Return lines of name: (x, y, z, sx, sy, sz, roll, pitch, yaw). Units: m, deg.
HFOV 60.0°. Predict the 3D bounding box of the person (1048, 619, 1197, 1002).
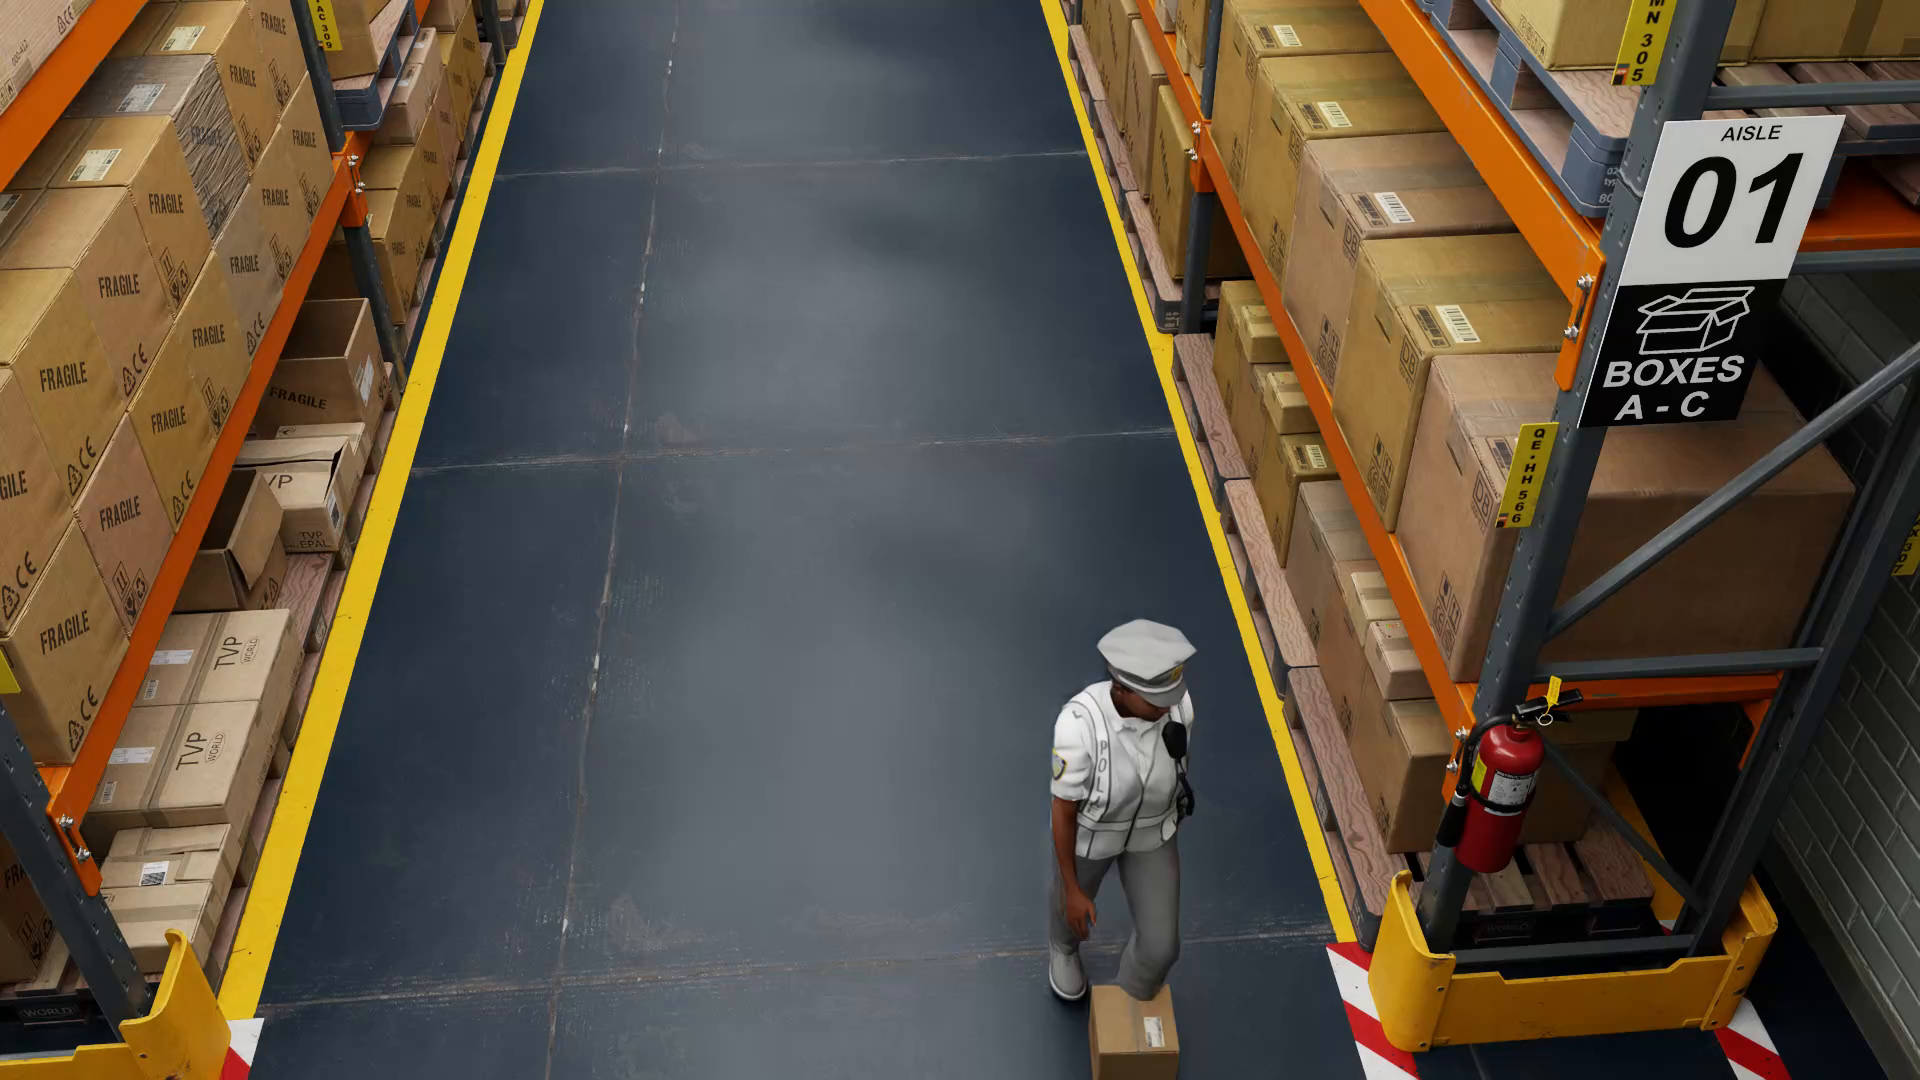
person: (0.472, 0.921, 5.053, 0.467, 1.716, 0.574, -8, 40, -9)
